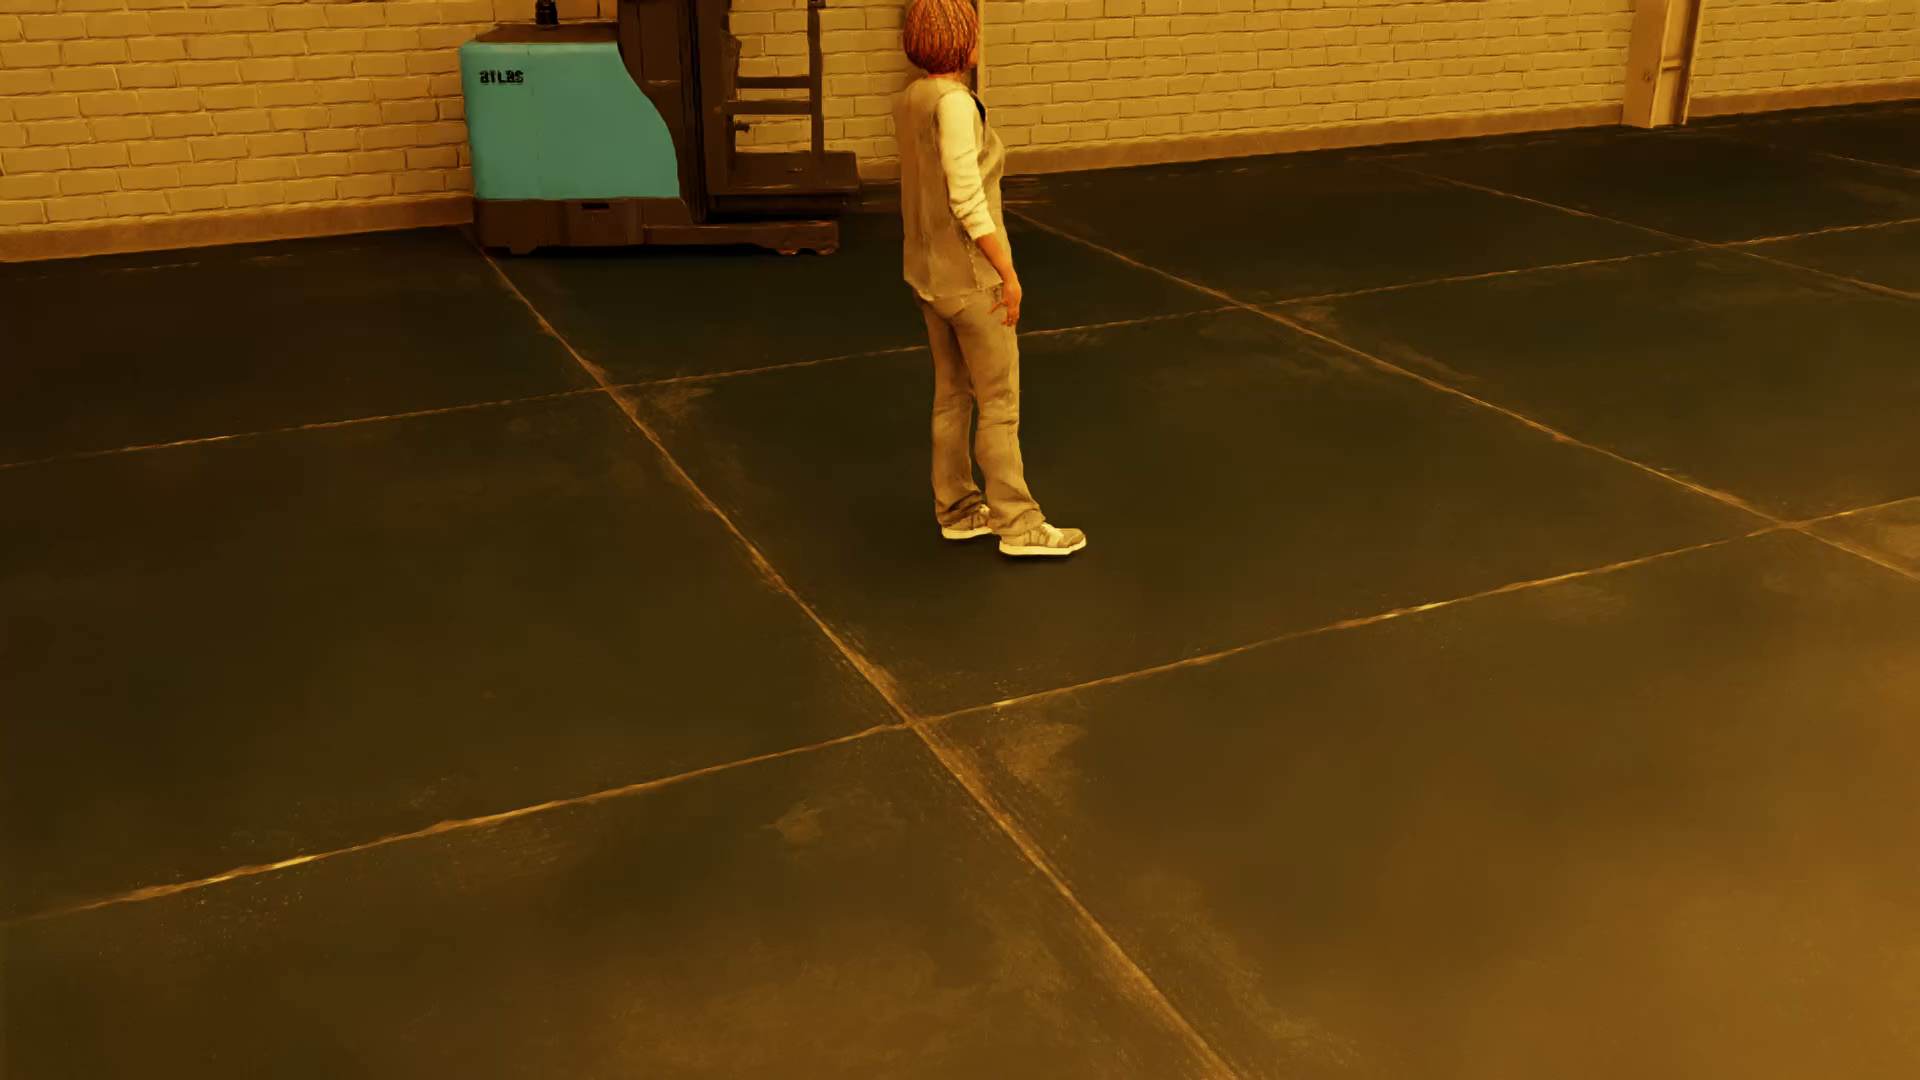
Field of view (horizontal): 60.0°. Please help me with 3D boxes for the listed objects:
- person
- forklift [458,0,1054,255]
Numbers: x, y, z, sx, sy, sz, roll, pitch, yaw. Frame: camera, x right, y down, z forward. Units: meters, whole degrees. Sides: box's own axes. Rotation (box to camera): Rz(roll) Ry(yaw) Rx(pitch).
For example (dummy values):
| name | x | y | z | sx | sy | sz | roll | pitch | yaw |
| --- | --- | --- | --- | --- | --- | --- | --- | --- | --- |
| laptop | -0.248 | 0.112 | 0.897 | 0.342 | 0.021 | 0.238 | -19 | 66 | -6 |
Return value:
| name | x | y | z | sx | sy | sz | roll | pitch | yaw |
| --- | --- | --- | --- | --- | --- | --- | --- | --- | --- |
| person | 0.073 | -0.751 | 4.815 | 0.474 | 1.597 | 0.521 | -10 | 25 | -23 |
| forklift | -1.036 | -3.042 | 8.608 | 3.031 | 2.935 | 1.130 | -2 | 23 | -5 |
